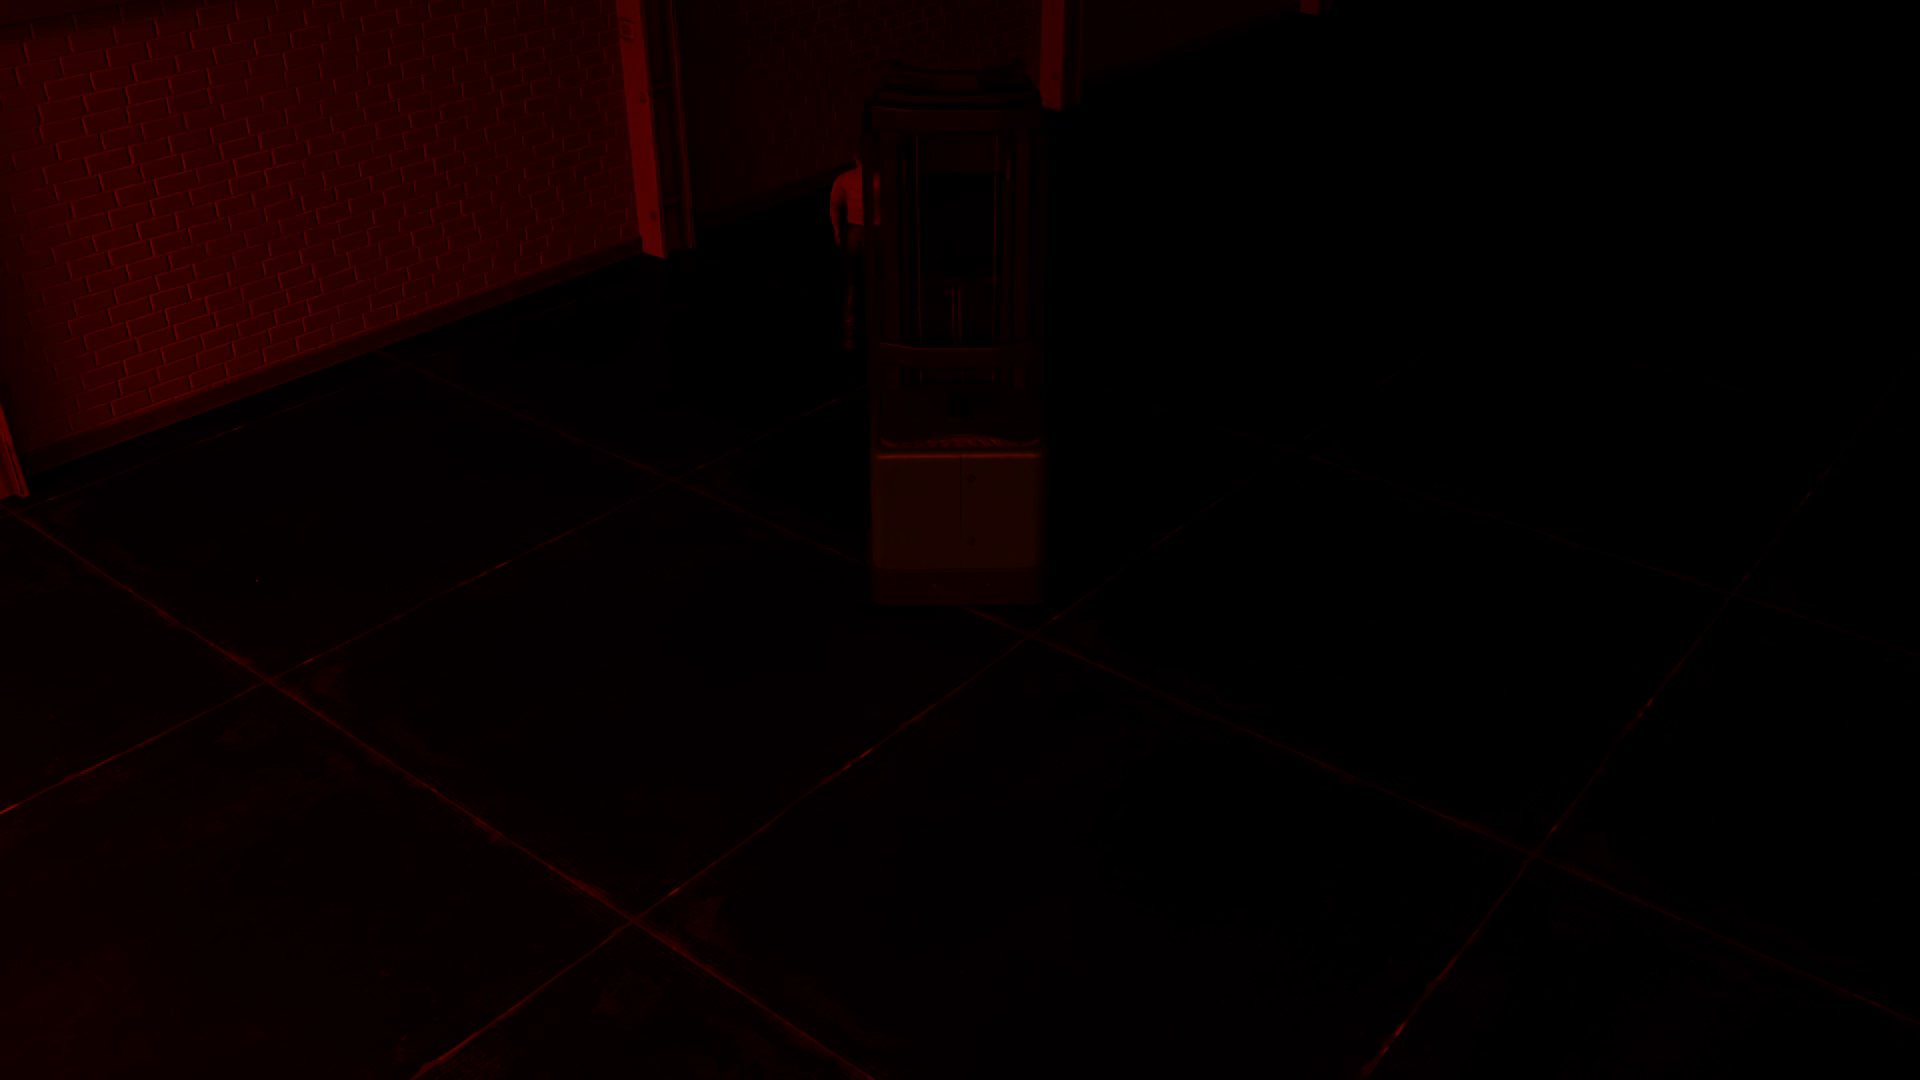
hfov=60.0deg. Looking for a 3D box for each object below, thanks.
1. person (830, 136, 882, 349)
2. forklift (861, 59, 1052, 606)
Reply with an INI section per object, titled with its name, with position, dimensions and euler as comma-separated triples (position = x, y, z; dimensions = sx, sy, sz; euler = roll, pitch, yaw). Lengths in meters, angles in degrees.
[person]
position = -0.706, -2.315, 12.863
dimensions = 0.608, 1.621, 0.574
euler = 5, 31, 8
[forklift]
position = -0.036, -1.585, 10.308
dimensions = 1.130, 2.935, 3.031
euler = -1, 30, -1
